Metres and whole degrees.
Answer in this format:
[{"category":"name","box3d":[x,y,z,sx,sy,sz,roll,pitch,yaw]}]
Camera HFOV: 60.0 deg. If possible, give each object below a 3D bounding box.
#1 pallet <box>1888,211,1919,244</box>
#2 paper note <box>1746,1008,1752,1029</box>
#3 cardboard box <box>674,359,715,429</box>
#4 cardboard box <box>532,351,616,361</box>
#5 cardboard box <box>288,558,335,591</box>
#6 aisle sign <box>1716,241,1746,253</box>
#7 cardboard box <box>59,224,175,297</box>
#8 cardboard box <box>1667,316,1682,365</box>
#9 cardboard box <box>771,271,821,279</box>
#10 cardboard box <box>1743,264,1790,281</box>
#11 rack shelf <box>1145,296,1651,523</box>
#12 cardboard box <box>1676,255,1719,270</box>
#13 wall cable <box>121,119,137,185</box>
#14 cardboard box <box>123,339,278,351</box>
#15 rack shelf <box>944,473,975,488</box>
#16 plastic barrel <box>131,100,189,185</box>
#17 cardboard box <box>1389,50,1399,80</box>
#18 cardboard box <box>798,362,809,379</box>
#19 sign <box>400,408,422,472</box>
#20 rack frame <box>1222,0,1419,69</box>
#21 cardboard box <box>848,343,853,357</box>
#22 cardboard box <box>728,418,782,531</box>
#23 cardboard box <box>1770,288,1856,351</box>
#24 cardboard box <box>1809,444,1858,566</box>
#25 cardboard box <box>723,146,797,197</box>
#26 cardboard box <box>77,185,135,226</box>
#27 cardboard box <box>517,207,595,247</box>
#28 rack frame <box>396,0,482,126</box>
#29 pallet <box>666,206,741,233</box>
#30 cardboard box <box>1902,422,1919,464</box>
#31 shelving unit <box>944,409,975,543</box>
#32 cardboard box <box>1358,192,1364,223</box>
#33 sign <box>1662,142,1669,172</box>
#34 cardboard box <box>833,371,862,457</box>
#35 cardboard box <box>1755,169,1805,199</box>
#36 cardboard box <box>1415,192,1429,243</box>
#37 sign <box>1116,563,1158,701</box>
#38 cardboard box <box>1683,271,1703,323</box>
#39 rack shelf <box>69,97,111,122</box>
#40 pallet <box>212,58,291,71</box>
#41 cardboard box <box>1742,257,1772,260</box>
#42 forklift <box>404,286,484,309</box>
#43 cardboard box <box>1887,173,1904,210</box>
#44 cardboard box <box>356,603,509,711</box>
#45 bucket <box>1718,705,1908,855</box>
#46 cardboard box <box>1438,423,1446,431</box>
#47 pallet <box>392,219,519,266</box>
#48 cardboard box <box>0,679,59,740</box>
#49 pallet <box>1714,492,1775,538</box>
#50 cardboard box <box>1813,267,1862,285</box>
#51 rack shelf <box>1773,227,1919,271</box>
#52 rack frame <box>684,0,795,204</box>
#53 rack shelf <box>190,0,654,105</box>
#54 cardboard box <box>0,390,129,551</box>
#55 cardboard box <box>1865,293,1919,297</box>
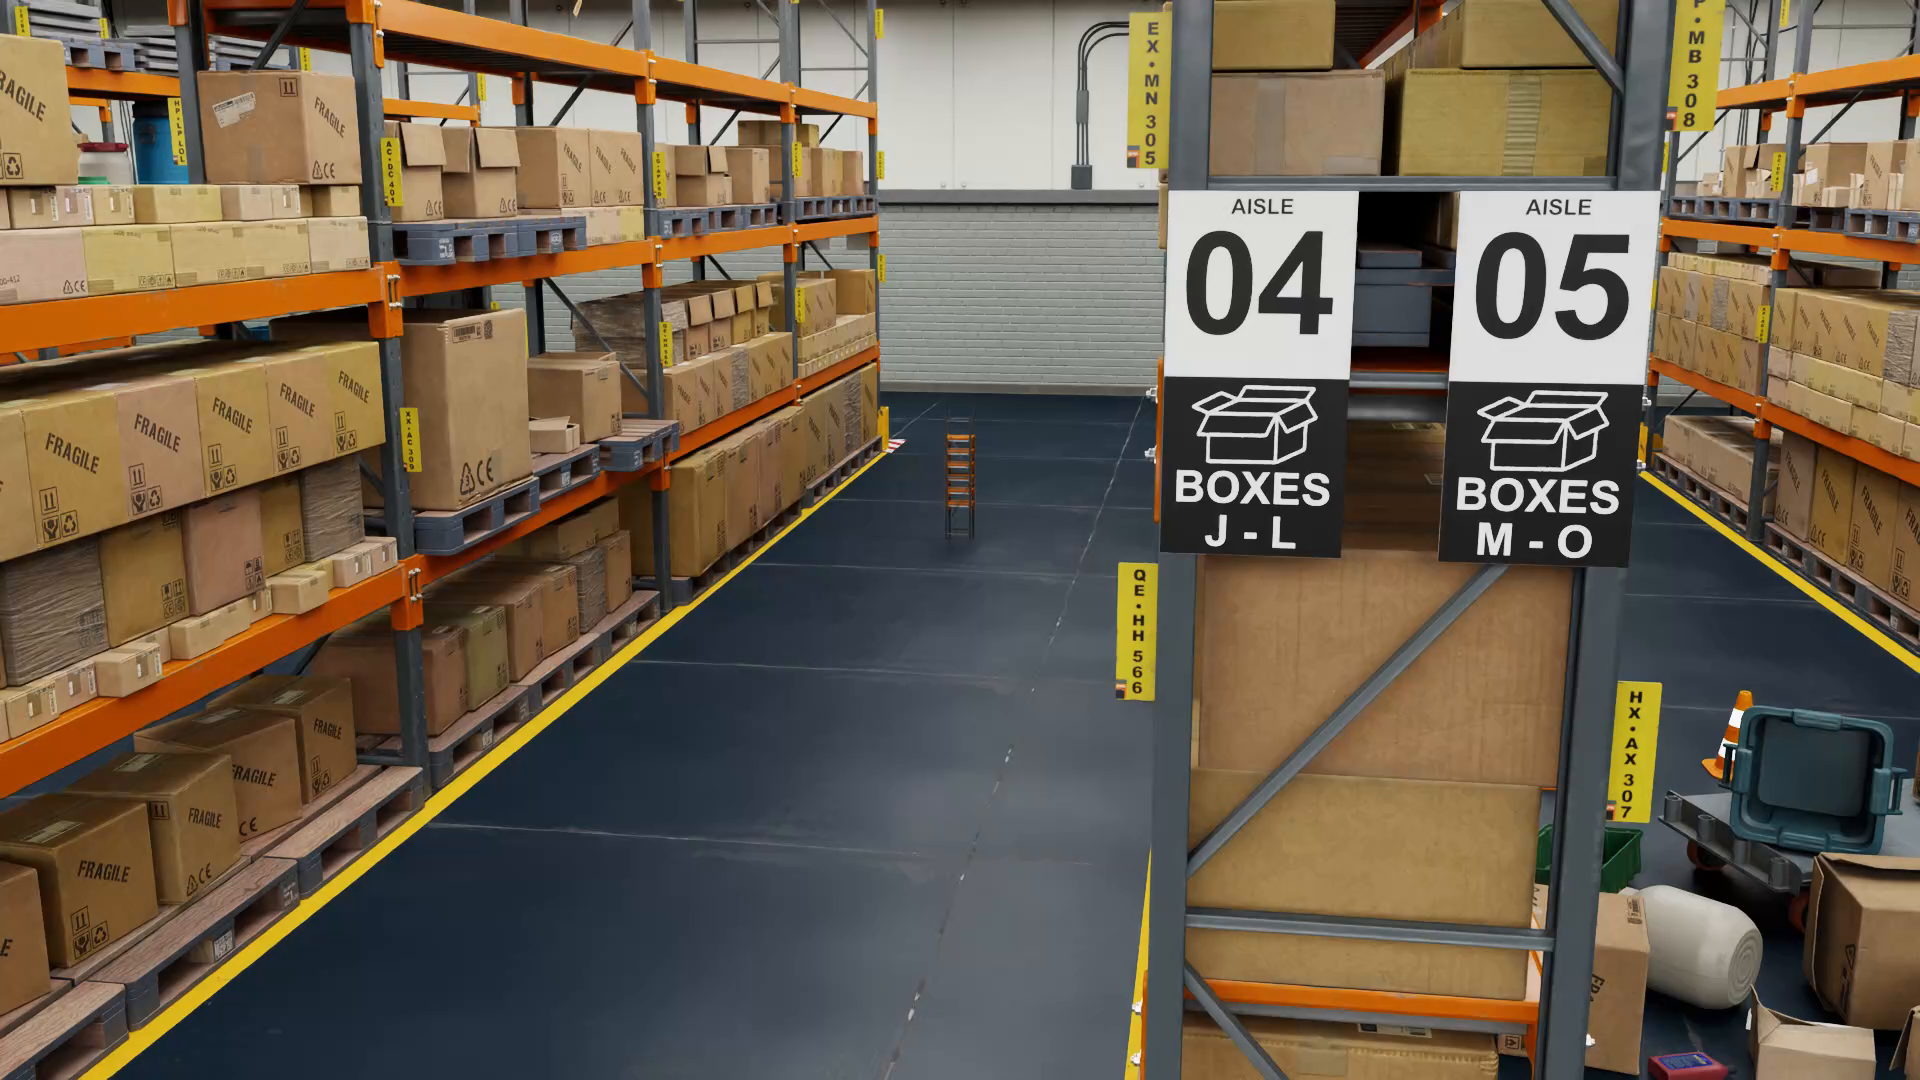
[{"category":"pallet","box3d":[7.130,-2.121,11.299,1.213,0.211,1.003,2,12,11]},{"category":"paper note","box3d":[3.160,1.879,6.475,0.172,0.023,0.155,7,14,28]},{"category":"cardboard box","box3d":[-2.288,-1.181,13.372,0.500,0.500,0.500,2,12,7]},{"category":"cardboard box","box3d":[-2.753,-1.073,11.873,0.500,0.500,0.500,0,12,2]},{"category":"cardboard box","box3d":[-3.213,0.179,7.894,0.380,0.149,0.250,2,12,9]},{"category":"aisle sign","box3d":[8.631,-3.552,18.442,0.394,0.787,0.004,2,12,9]},{"category":"cardboard box","box3d":[-3.382,-1.071,6.335,0.500,0.250,0.500,2,12,10]},{"category":"cardboard box","box3d":[7.906,-2.129,17.769,0.500,0.500,0.500,2,12,8]},{"category":"cardboard box","box3d":[-1.896,-2.841,19.182,0.500,0.500,0.500,2,12,7]},{"category":"cardboard box","box3d":[7.648,-2.529,15.716,0.380,0.149,0.250,2,12,8]},{"category":"rack shelf","box3d":[1.254,-0.616,5.577,1.077,0.370,4.000,2,12,9]},{"category":"cardboard box","box3d":[7.862,-2.959,17.710,0.380,0.149,0.250,2,12,10]},{"category":"wall cable","box3d":[-14.939,-5.660,27.522,3.097,2.526,0.112,2,12,9]},{"category":"cardboard box","box3d":[-3.645,-0.697,8.048,0.500,0.500,0.500,2,12,9]},{"category":"rack shelf","box3d":[-0.002,-0.540,15.119,0.258,0.103,0.180,2,12,9]},{"category":"plastic barrel","box3d":[-7.099,-3.482,14.979,0.600,0.901,0.708,2,12,9]},{"category":"cardboard box","box3d":[1.547,-1.450,5.206,0.380,0.149,0.250,2,12,9]},{"category":"cardboard box","box3d":[-1.720,-1.693,16.581,0.380,0.149,0.250,2,12,9]},{"category":"sign","box3d":[-2.787,-0.507,8.427,0.100,0.325,0.005,2,12,9]},{"category":"rack frame","box3d":[1.561,-2.850,7.117,1.000,3.000,0.127,2,12,9]},{"category":"cardboard box","box3d":[-1.403,-2.123,18.579,0.380,0.149,0.250,2,12,9]},{"category":"cardboard box","box3d":[-2.309,-0.612,15.014,1.225,0.875,0.875,1,12,7]},{"category":"cardboard box","box3d":[7.346,-1.899,14.332,0.500,0.500,0.500,2,12,9]},{"category":"cardboard box","box3d":[7.551,-0.290,13.524,0.875,0.875,0.875,2,12,10]},{"category":"cardboard box","box3d":[-2.033,-3.699,16.703,0.700,0.500,0.500,1,12,5]},{"category":"cardboard box","box3d":[-3.415,-1.283,6.371,0.380,0.149,0.250,1,12,7]},{"category":"cardboard box","box3d":[-2.683,-2.010,10.693,0.500,0.250,0.500,2,12,10]},{"category":"rack frame","box3d":[-6.373,-5.691,20.296,1.000,3.000,0.127,2,12,9]},{"category":"pallet","box3d":[-2.493,-2.675,13.870,1.003,0.211,1.213,2,12,11]},{"category":"cardboard box","box3d":[6.904,-0.651,11.509,0.500,0.250,0.500,1,12,7]},{"category":"shelving unit","box3d":[-0.002,-0.584,15.110,0.258,1.200,0.189,2,12,9]},{"category":"cardboard box","box3d":[1.705,-1.270,6.264,0.380,0.149,0.250,2,12,9]},{"category":"sign","box3d":[7.766,-4.228,18.366,0.100,0.325,0.005,2,12,9]},{"category":"cardboard box","box3d":[-1.638,-1.439,18.853,0.875,0.875,0.875,2,12,9]},{"category":"cardboard box","box3d":[7.480,-3.242,15.138,0.396,0.266,0.258,2,12,10]},{"category":"cardboard box","box3d":[1.393,-0.849,4.312,0.380,0.149,0.250,2,12,9]},{"category":"sign","box3d":[0.412,0.213,3.833,0.100,0.325,0.005,2,12,9]},{"category":"cardboard box","box3d":[7.814,-2.508,17.158,0.500,0.500,0.500,2,12,8]},{"category":"rack shelf","box3d":[-11.574,-5.082,19.188,1.077,0.370,4.000,2,12,9]},{"category":"pallet","box3d":[-7.085,-4.397,15.690,1.003,0.211,1.213,2,12,9]},{"category":"cardboard box","box3d":[8.295,-2.837,17.142,0.380,0.149,0.250,2,12,8]},{"category":"forklift","box3d":[-5.290,-1.616,15.793,3.031,2.935,1.130,-1,12,-3]},{"category":"cardboard box","box3d":[6.949,-2.515,12.003,0.396,0.266,0.258,2,12,7]},{"category":"cardboard box","box3d":[-3.117,0.682,9.857,0.700,0.500,0.500,2,12,8]},{"category":"bucket","box3d":[3.818,1.042,7.455,0.726,0.611,0.620,7,4,28]},{"category":"cardboard box","box3d":[1.501,-0.325,6.719,0.875,0.550,0.550,2,12,9]},{"category":"pallet","box3d":[-3.124,-1.599,8.876,1.213,0.211,1.003,2,12,9]},{"category":"cardboard box","box3d":[-3.486,0.597,5.957,0.380,0.149,0.250,2,12,9]},{"category":"pallet","box3d":[7.892,-0.236,15.846,1.003,0.211,1.213,2,12,9]},{"category":"cardboard box","box3d":[8.027,-2.410,15.161,0.380,0.149,0.250,2,12,9]},{"category":"rack shelf","box3d":[7.391,-2.142,12.657,1.077,0.370,4.000,2,12,9]},{"category":"rack frame","box3d":[-2.094,-4.698,15.687,1.000,3.000,0.127,2,12,9]},{"category":"rack shelf","box3d":[-3.017,-2.901,10.010,1.077,0.370,4.000,2,12,9]},{"category":"cardboard box","box3d":[-3.426,-0.264,6.036,0.500,0.500,0.500,2,12,9]},{"category":"cardboard box","box3d":[7.805,-1.772,13.743,0.500,0.500,0.500,2,12,10]}]
